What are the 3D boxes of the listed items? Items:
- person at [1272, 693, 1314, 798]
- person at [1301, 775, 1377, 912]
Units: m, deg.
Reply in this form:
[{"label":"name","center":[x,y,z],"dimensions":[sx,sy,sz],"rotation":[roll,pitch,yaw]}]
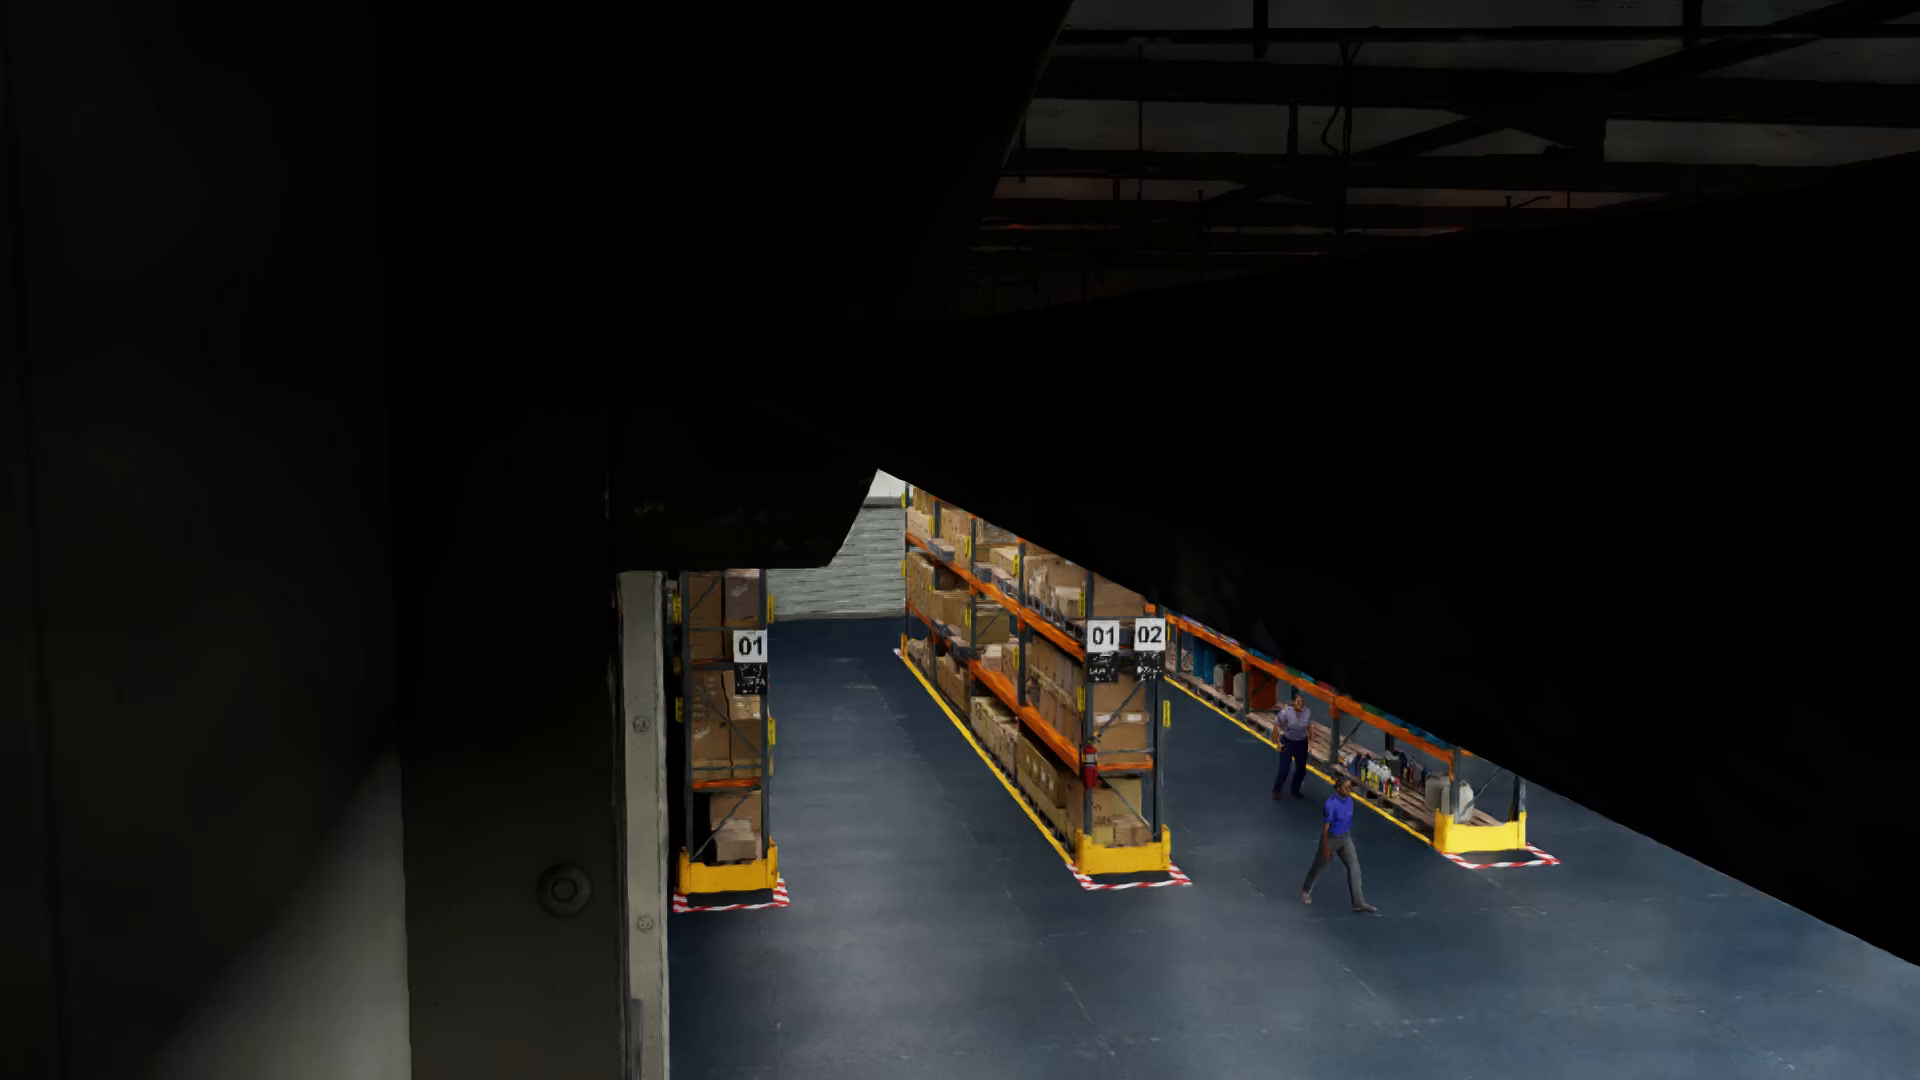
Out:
[{"label":"person","center":[4.892,3.014,24.440],"dimensions":[0.625,1.596,0.517],"rotation":[-1,6,-12]},{"label":"person","center":[4.405,3.524,19.440],"dimensions":[0.490,1.602,0.938],"rotation":[-4,7,-33]}]
